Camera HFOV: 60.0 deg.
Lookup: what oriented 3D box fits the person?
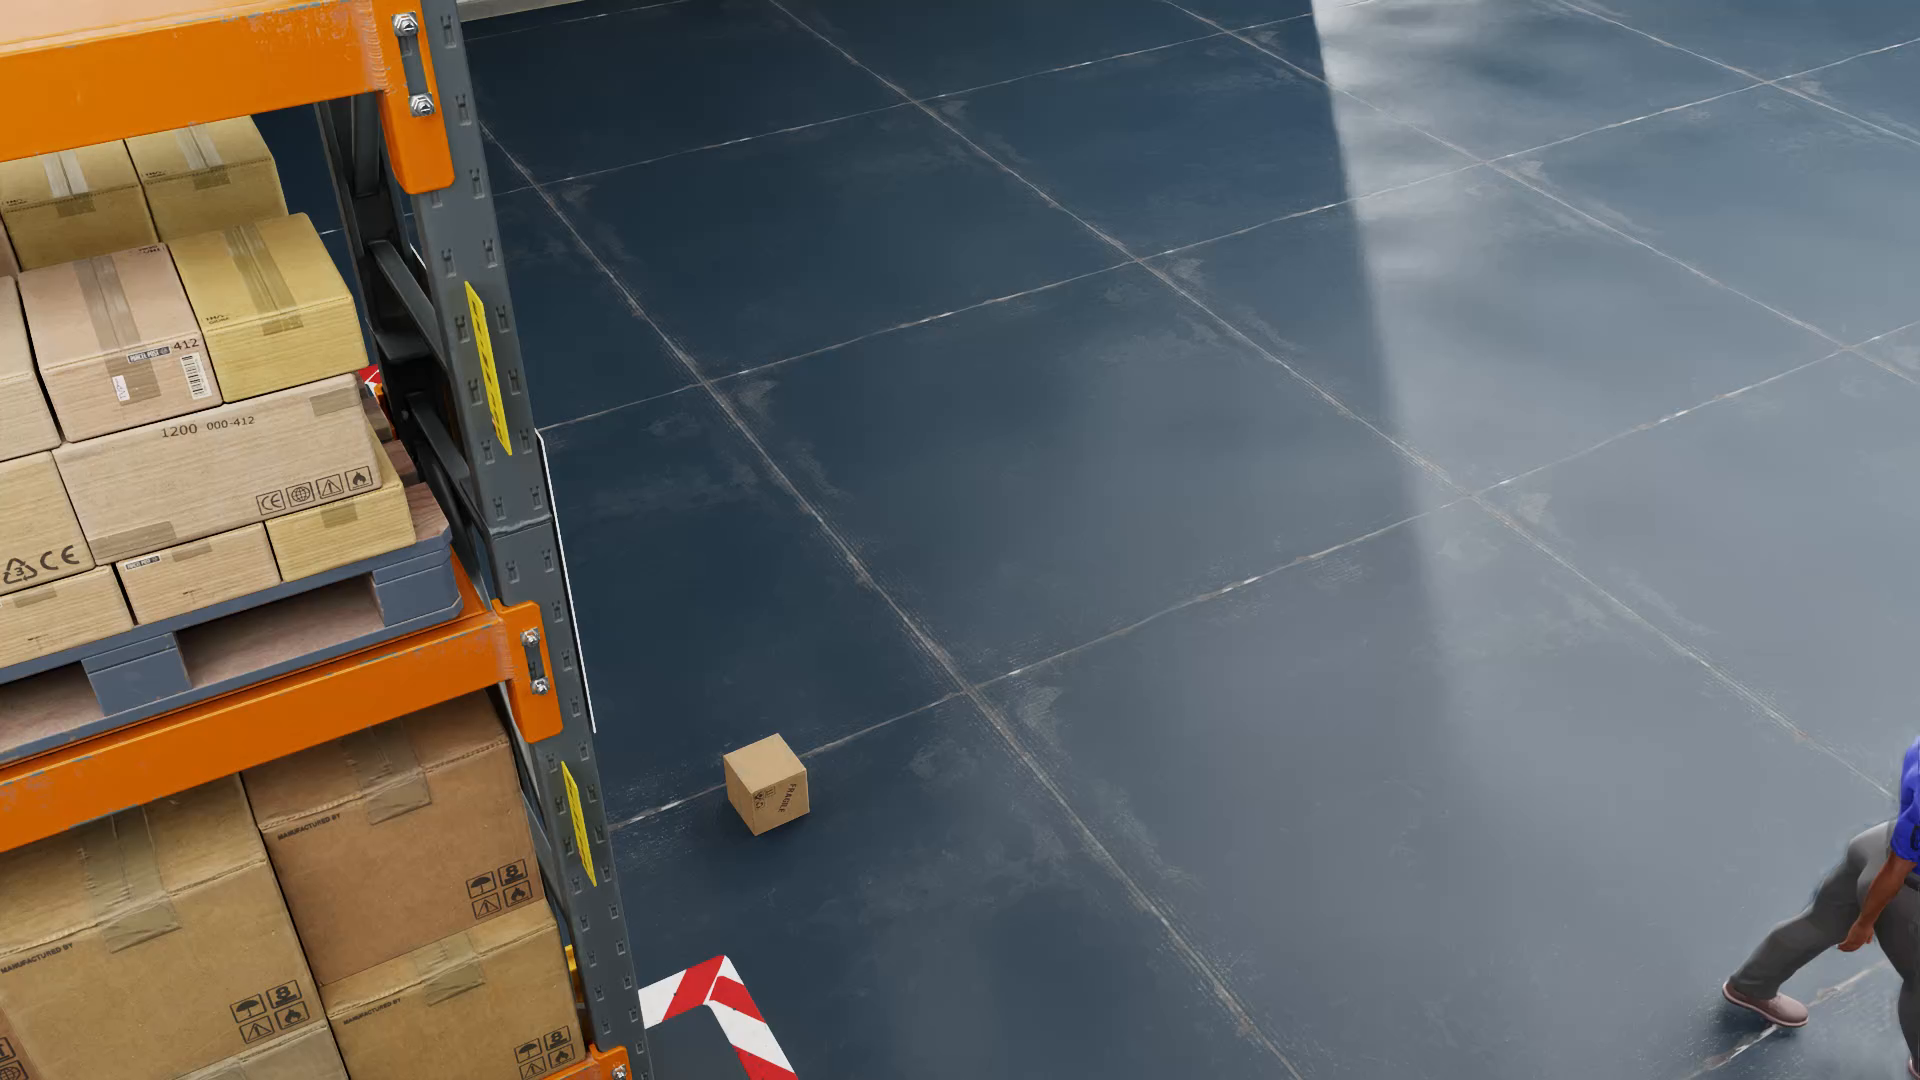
[{"bbox_3d":[3.164,1.211,5.478,0.885,1.422,0.448,12,39,16],"label":"person"}]
